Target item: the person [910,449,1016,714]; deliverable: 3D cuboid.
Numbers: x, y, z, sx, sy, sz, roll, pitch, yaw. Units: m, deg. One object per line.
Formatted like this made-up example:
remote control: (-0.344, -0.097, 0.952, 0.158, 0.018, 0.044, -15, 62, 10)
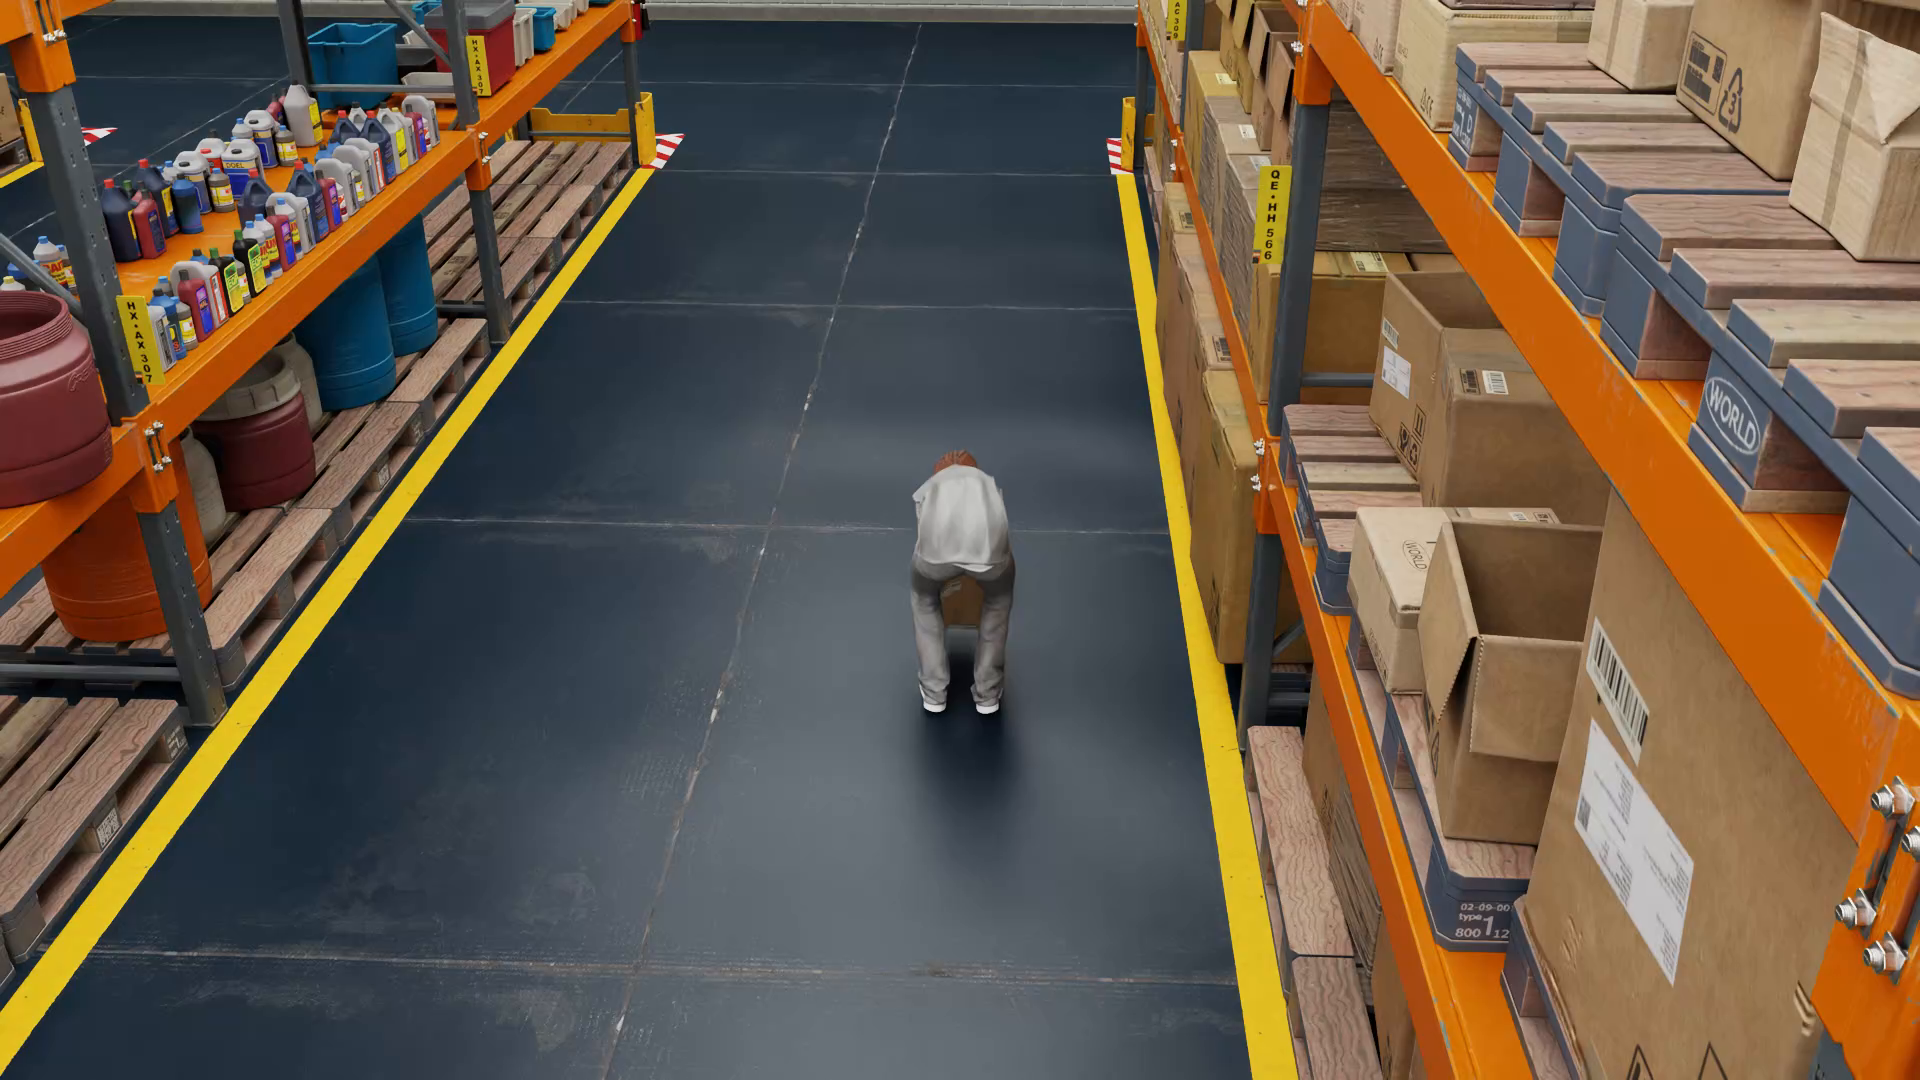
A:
person: (0.008, 0.129, 6.566, 0.409, 0.960, 0.868, 0, 28, 0)
